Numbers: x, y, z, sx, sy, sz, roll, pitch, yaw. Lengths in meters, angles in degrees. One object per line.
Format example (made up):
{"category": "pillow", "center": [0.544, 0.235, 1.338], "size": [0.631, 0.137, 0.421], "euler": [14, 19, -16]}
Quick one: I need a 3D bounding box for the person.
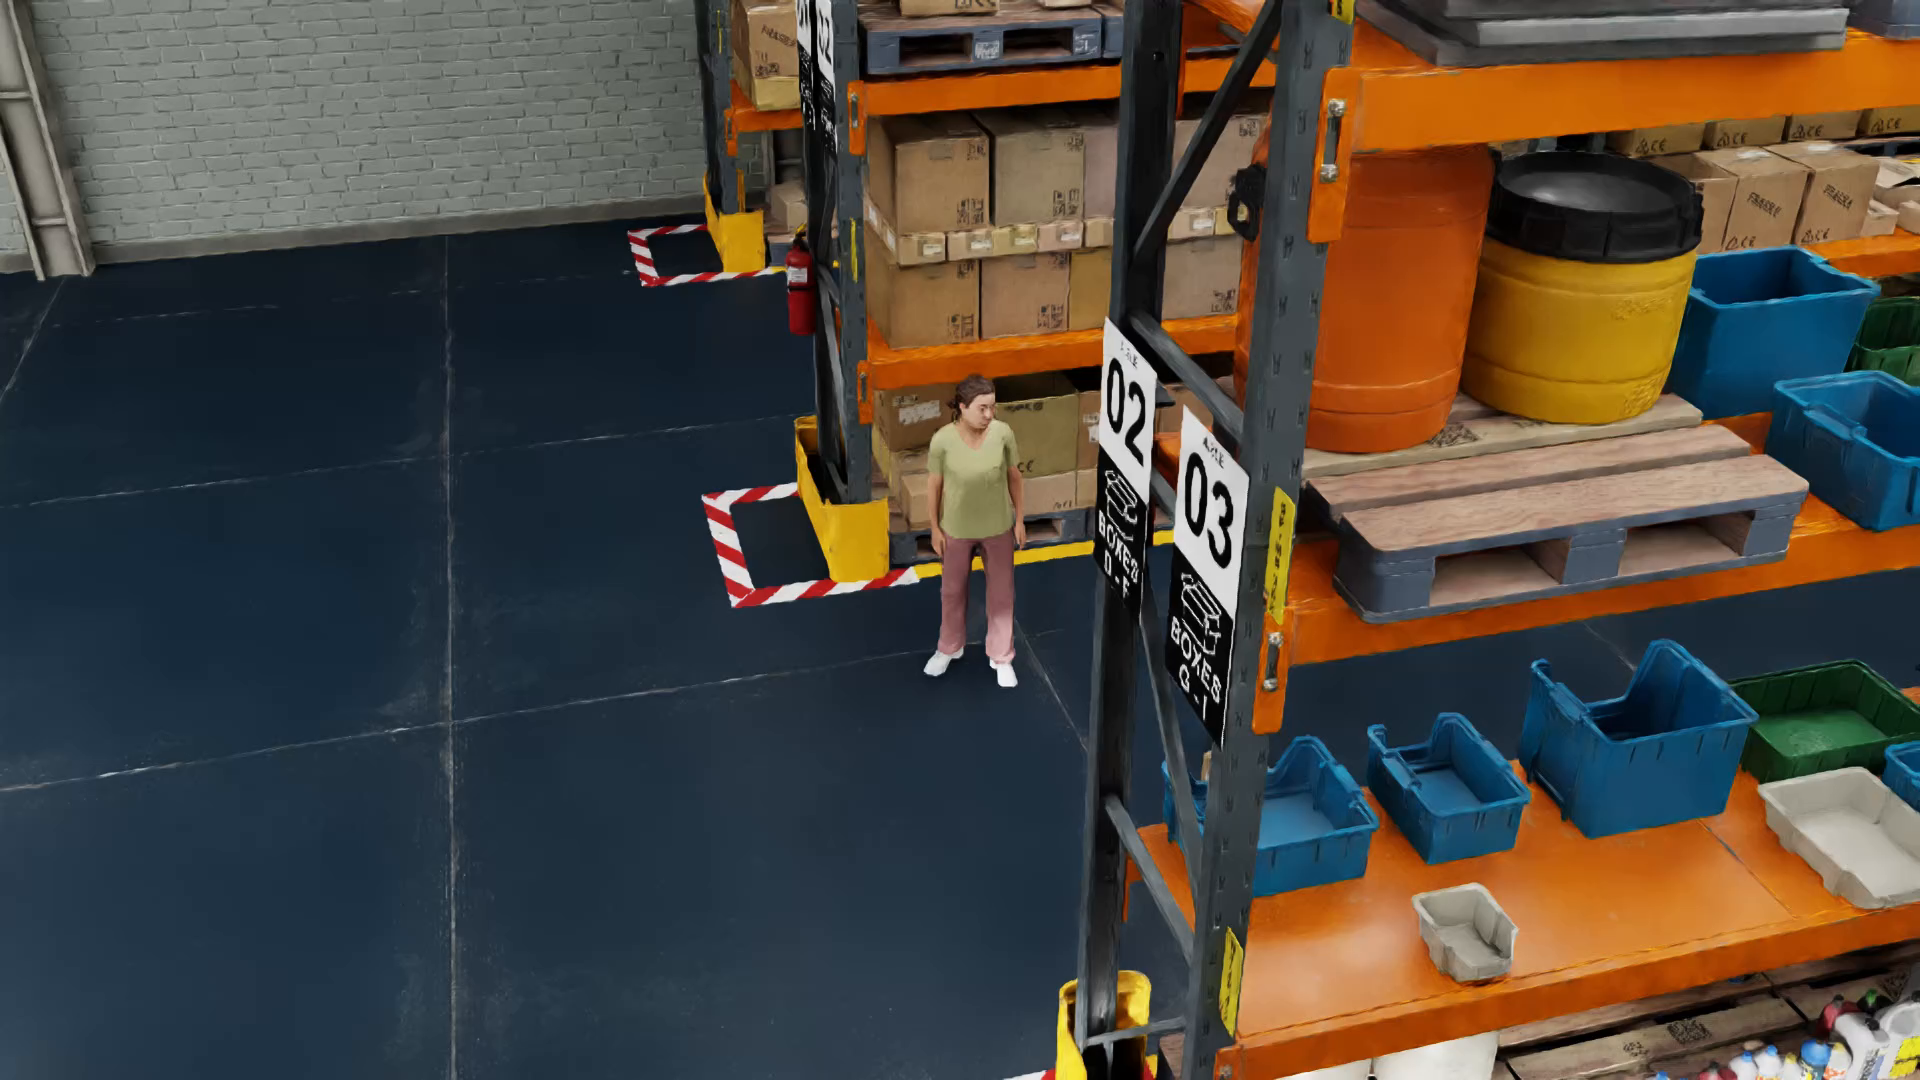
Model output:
{"category": "person", "center": [0.072, -0.041, 8.258], "size": [0.521, 1.674, 0.412], "euler": [-2, 30, -3]}
